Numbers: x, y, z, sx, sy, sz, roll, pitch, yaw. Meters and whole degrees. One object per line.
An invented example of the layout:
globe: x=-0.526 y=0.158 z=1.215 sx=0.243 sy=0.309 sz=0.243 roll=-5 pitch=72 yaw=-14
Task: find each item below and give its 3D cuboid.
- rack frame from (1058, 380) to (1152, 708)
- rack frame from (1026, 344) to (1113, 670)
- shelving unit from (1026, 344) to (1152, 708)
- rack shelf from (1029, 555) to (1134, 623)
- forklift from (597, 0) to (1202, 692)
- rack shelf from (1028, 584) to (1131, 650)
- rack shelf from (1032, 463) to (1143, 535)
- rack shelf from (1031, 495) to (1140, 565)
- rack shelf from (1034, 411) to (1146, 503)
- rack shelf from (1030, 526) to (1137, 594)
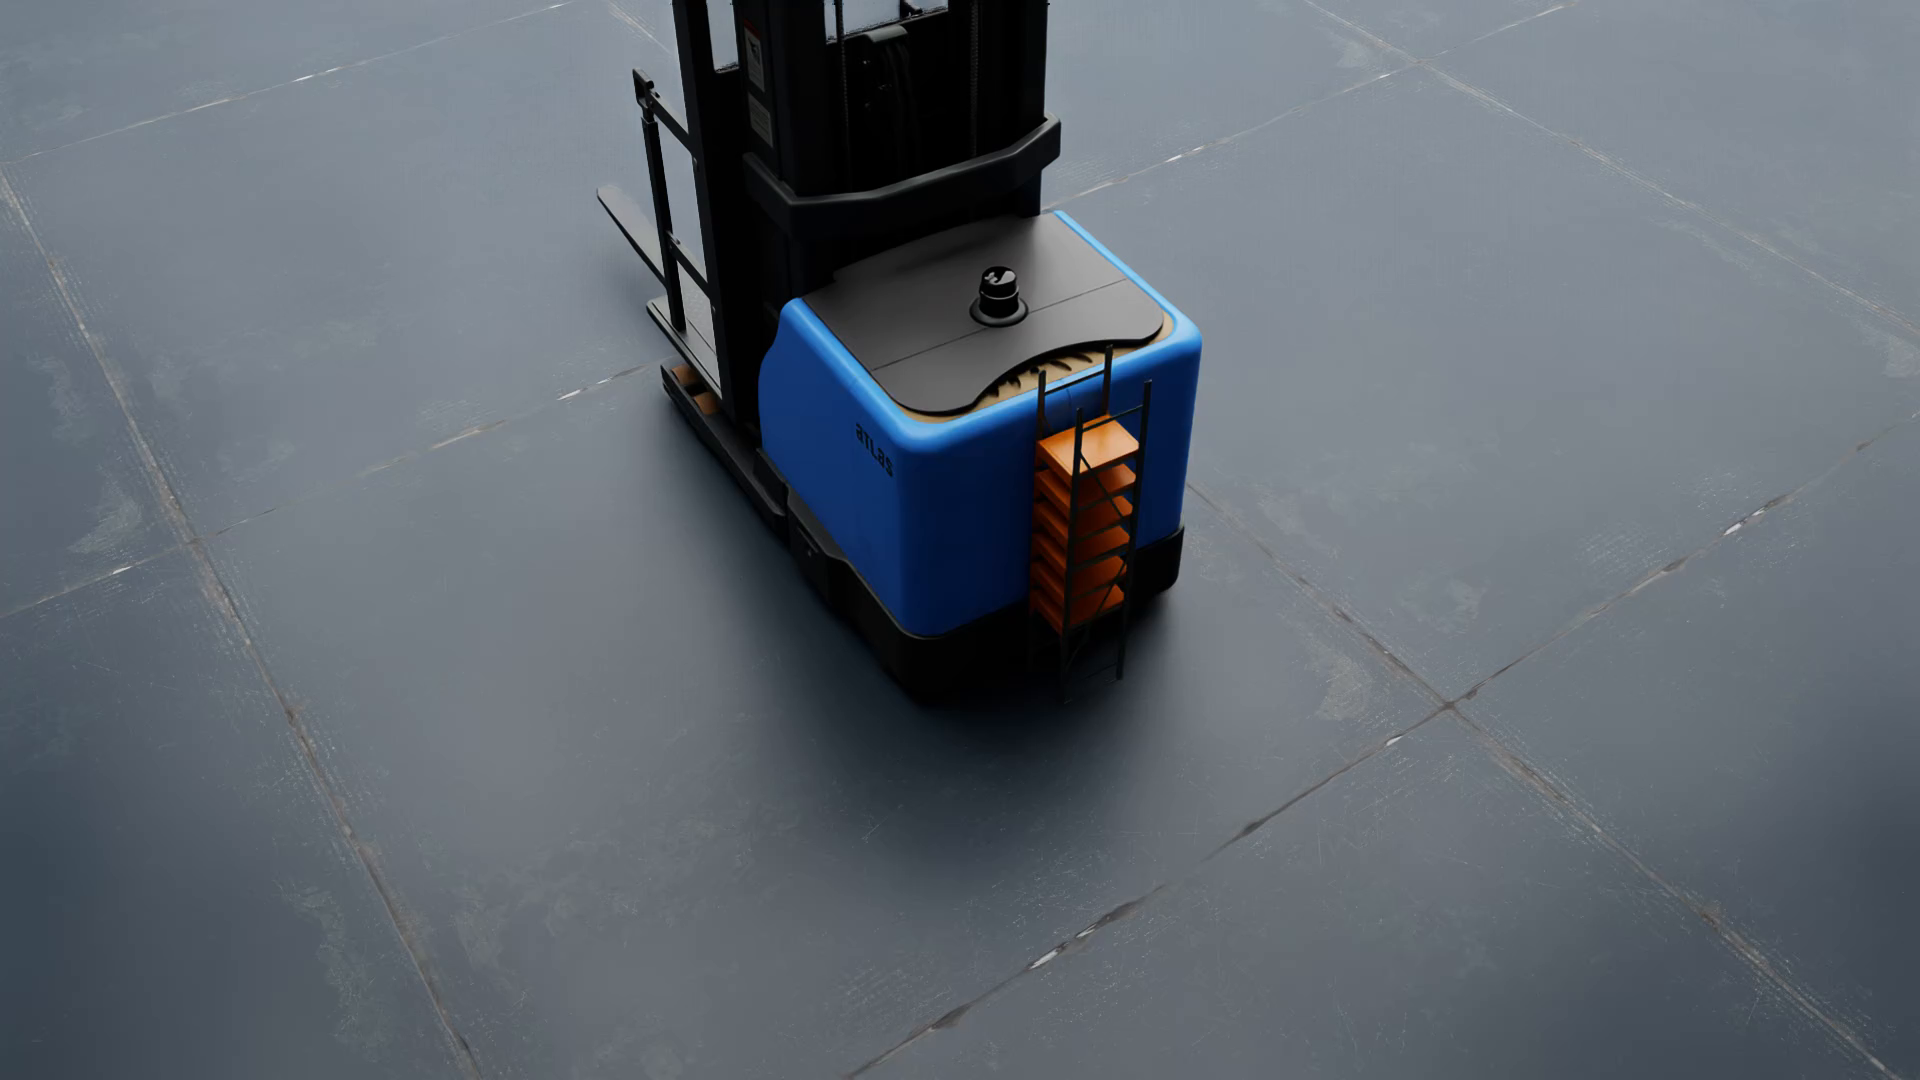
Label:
rack frame: x=0.411 y=0.047 z=4.831 sx=0.240 sy=1.200 sz=0.006 roll=-22 pitch=48 yaw=-22
rack frame: x=0.317 y=-0.061 z=4.945 sx=0.240 sy=1.200 sz=0.006 roll=-22 pitch=48 yaw=-22
shelving unit: x=0.364 y=-0.007 z=4.888 sx=0.258 sy=1.200 sz=0.189 roll=-22 pitch=48 yaw=-22
rack shelf: x=0.364 y=0.112 z=5.002 sx=0.258 sy=0.103 sz=0.180 roll=-22 pitch=48 yaw=-22
forklift: x=-0.460 y=-1.592 z=5.295 sx=1.130 sy=2.935 sz=3.031 roll=-22 pitch=48 yaw=-22
rack shelf: x=0.364 y=0.199 z=5.085 sx=0.258 sy=0.103 sz=0.180 roll=-22 pitch=48 yaw=-22
rack shelf: x=0.364 y=-0.148 z=4.753 sx=0.258 sy=0.103 sz=0.180 roll=-22 pitch=48 yaw=-22
rack shelf: x=0.364 y=-0.062 z=4.836 sx=0.258 sy=0.103 sz=0.180 roll=-22 pitch=48 yaw=-22
rack shelf: x=0.364 y=-0.235 z=4.670 sx=0.258 sy=0.103 sz=0.180 roll=-22 pitch=48 yaw=-22
rack shelf: x=0.364 y=0.025 z=4.919 sx=0.258 sy=0.103 sz=0.180 roll=-22 pitch=48 yaw=-22
